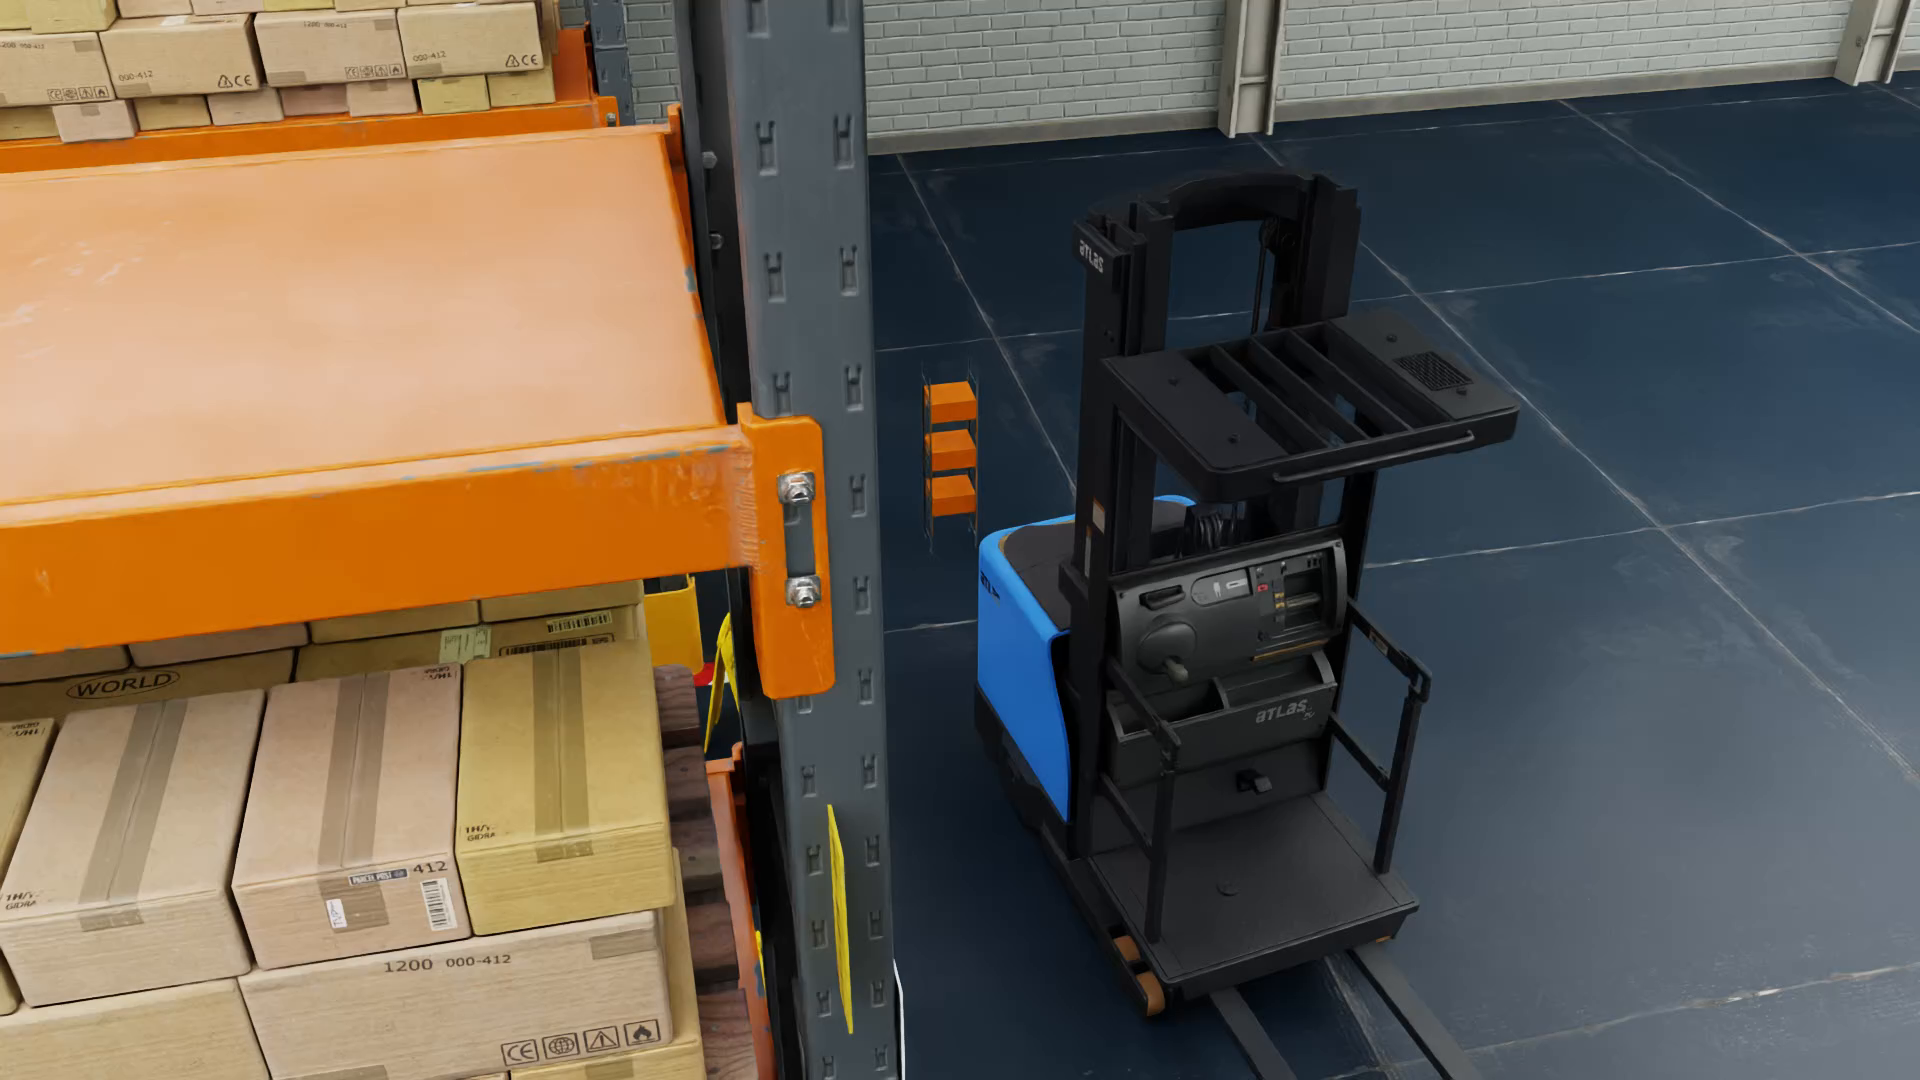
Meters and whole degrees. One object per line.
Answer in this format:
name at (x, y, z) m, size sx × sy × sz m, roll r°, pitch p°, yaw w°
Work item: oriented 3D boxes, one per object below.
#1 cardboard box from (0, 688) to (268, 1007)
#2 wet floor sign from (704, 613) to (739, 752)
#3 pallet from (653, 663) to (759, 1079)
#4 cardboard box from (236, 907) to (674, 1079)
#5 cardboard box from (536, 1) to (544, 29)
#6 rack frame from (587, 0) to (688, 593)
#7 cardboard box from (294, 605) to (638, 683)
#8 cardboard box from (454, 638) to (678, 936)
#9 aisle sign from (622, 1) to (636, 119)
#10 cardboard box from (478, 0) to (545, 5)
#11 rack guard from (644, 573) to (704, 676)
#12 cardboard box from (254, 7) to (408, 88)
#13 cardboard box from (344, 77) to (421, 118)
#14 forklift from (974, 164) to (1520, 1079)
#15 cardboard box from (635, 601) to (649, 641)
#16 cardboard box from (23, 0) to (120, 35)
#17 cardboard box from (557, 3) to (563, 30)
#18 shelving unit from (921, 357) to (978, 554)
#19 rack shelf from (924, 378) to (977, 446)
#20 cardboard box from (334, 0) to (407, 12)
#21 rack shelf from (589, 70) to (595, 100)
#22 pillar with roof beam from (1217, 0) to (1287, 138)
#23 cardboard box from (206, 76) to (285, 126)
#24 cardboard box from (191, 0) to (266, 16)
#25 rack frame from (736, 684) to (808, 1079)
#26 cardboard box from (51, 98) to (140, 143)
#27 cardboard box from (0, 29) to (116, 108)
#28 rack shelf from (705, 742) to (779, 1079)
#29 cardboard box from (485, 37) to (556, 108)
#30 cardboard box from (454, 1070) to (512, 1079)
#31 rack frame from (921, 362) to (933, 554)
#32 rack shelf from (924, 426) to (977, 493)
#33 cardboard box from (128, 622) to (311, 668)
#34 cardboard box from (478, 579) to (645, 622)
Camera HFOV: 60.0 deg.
cardboard box at (-1.008, 0.372, 2.078) m, size 0.250 × 0.149 × 0.380 m, roll -7°, pitch 34°, yaw -10°
wet floor sign at (-1.029, 0.631, 7.454) m, size 0.232 × 0.644 × 0.267 m, roll 4°, pitch 34°, yaw 6°
pallet at (-0.981, 0.661, 2.684) m, size 1.213 × 0.211 × 1.003 m, roll -7°, pitch 35°, yaw -11°
cardboard box at (-0.676, 0.462, 2.302) m, size 0.500 × 0.250 × 0.500 m, roll -7°, pitch 34°, yaw -10°
cardboard box at (-2.000, -2.295, 6.877) m, size 0.500 × 0.250 × 0.500 m, roll -8°, pitch 35°, yaw -11°
rack frame at (-1.451, -0.905, 7.630) m, size 0.127 × 3.000 × 1.000 m, roll -7°, pitch 35°, yaw -11°
cardboard box at (-0.787, 0.170, 2.737) m, size 0.500 × 0.250 × 0.500 m, roll -7°, pitch 35°, yaw -11°
cardboard box at (-0.514, 0.310, 2.170) m, size 0.250 × 0.149 × 0.380 m, roll -7°, pitch 34°, yaw -10°
aisle sign at (-1.326, -1.835, 6.682) m, size 0.004 × 0.787 × 0.394 m, roll -7°, pitch 35°, yaw -11°
cardboard box at (-1.715, -2.175, 6.341) m, size 0.250 × 0.149 × 0.380 m, roll -7°, pitch 34°, yaw -10°
rack guard at (-1.525, 0.142, 8.313) m, size 0.348 × 0.500 × 1.175 m, roll -7°, pitch 35°, yaw -11°
cardboard box at (-2.384, -1.949, 6.361) m, size 0.500 × 0.250 × 0.500 m, roll -8°, pitch 35°, yaw -11°
cardboard box at (-2.239, -1.788, 6.479) m, size 0.250 × 0.149 × 0.380 m, roll -6°, pitch 34°, yaw -9°
forklift at (1.070, 0.316, 5.872) m, size 1.130 × 2.935 × 3.031 m, roll -12°, pitch 36°, yaw -18°
cardboard box at (-0.665, 0.284, 2.926) m, size 0.250 × 0.149 × 0.380 m, roll -7°, pitch 34°, yaw -10°
cardboard box at (-3.204, -1.969, 6.033) m, size 0.250 × 0.149 × 0.380 m, roll -6°, pitch 34°, yaw -9°
cardboard box at (-3.094, -3.734, 11.756) m, size 0.500 × 0.500 × 0.500 m, roll -6°, pitch 34°, yaw -9°
shelving unit at (-0.052, -0.429, 8.671) m, size 0.252 × 1.050 × 0.215 m, roll -7°, pitch 35°, yaw -11°
rack shelf at (-0.052, -0.656, 8.518) m, size 0.240 × 0.259 × 0.215 m, roll -7°, pitch 35°, yaw -11°
cardboard box at (-2.220, -2.123, 6.263) m, size 0.250 × 0.149 × 0.380 m, roll -8°, pitch 35°, yaw -11°
rack shelf at (-4.500, -3.058, 11.483) m, size 4.000 × 0.370 × 1.077 m, roll -7°, pitch 35°, yaw -11°
pillar with roof beam at (3.375, -4.896, 8.193) m, size 0.400 × 9.000 × 9.100 m, roll -7°, pitch 35°, yaw -11°
cardboard box at (-2.733, -1.737, 6.402) m, size 0.250 × 0.149 × 0.380 m, roll -7°, pitch 35°, yaw -11°
cardboard box at (-2.719, -2.094, 6.219) m, size 0.250 × 0.149 × 0.380 m, roll -7°, pitch 35°, yaw -11°
rack frame at (-0.260, 1.773, 3.639) m, size 0.127 × 3.000 × 1.000 m, roll -7°, pitch 35°, yaw -11°
cardboard box at (-3.225, -1.637, 6.255) m, size 0.250 × 0.149 × 0.380 m, roll -8°, pitch 35°, yaw -11°
cardboard box at (-3.378, -1.812, 6.157) m, size 0.500 × 0.250 × 0.500 m, roll -7°, pitch 34°, yaw -10°
rack shelf at (-2.211, 1.072, 2.638) m, size 4.000 × 0.370 × 1.077 m, roll -7°, pitch 35°, yaw -11°
cardboard box at (-1.737, -1.850, 6.572) m, size 0.250 × 0.149 × 0.380 m, roll -7°, pitch 34°, yaw -10°
cardboard box at (-0.756, 0.671, 2.348) m, size 0.250 × 0.149 × 0.380 m, roll -7°, pitch 34°, yaw -10°
rack frame at (-0.171, -0.414, 8.648) m, size 0.008 × 1.050 × 0.200 m, roll -7°, pitch 35°, yaw -11°
rack shelf at (-0.052, -0.421, 8.677) m, size 0.240 × 0.259 × 0.215 m, roll -7°, pitch 35°, yaw -11°
cardboard box at (-1.150, 0.014, 2.611) m, size 0.250 × 0.149 × 0.380 m, roll -8°, pitch 35°, yaw -11°
cardboard box at (-0.656, -0.047, 2.703) m, size 0.250 × 0.149 × 0.380 m, roll -7°, pitch 34°, yaw -10°
